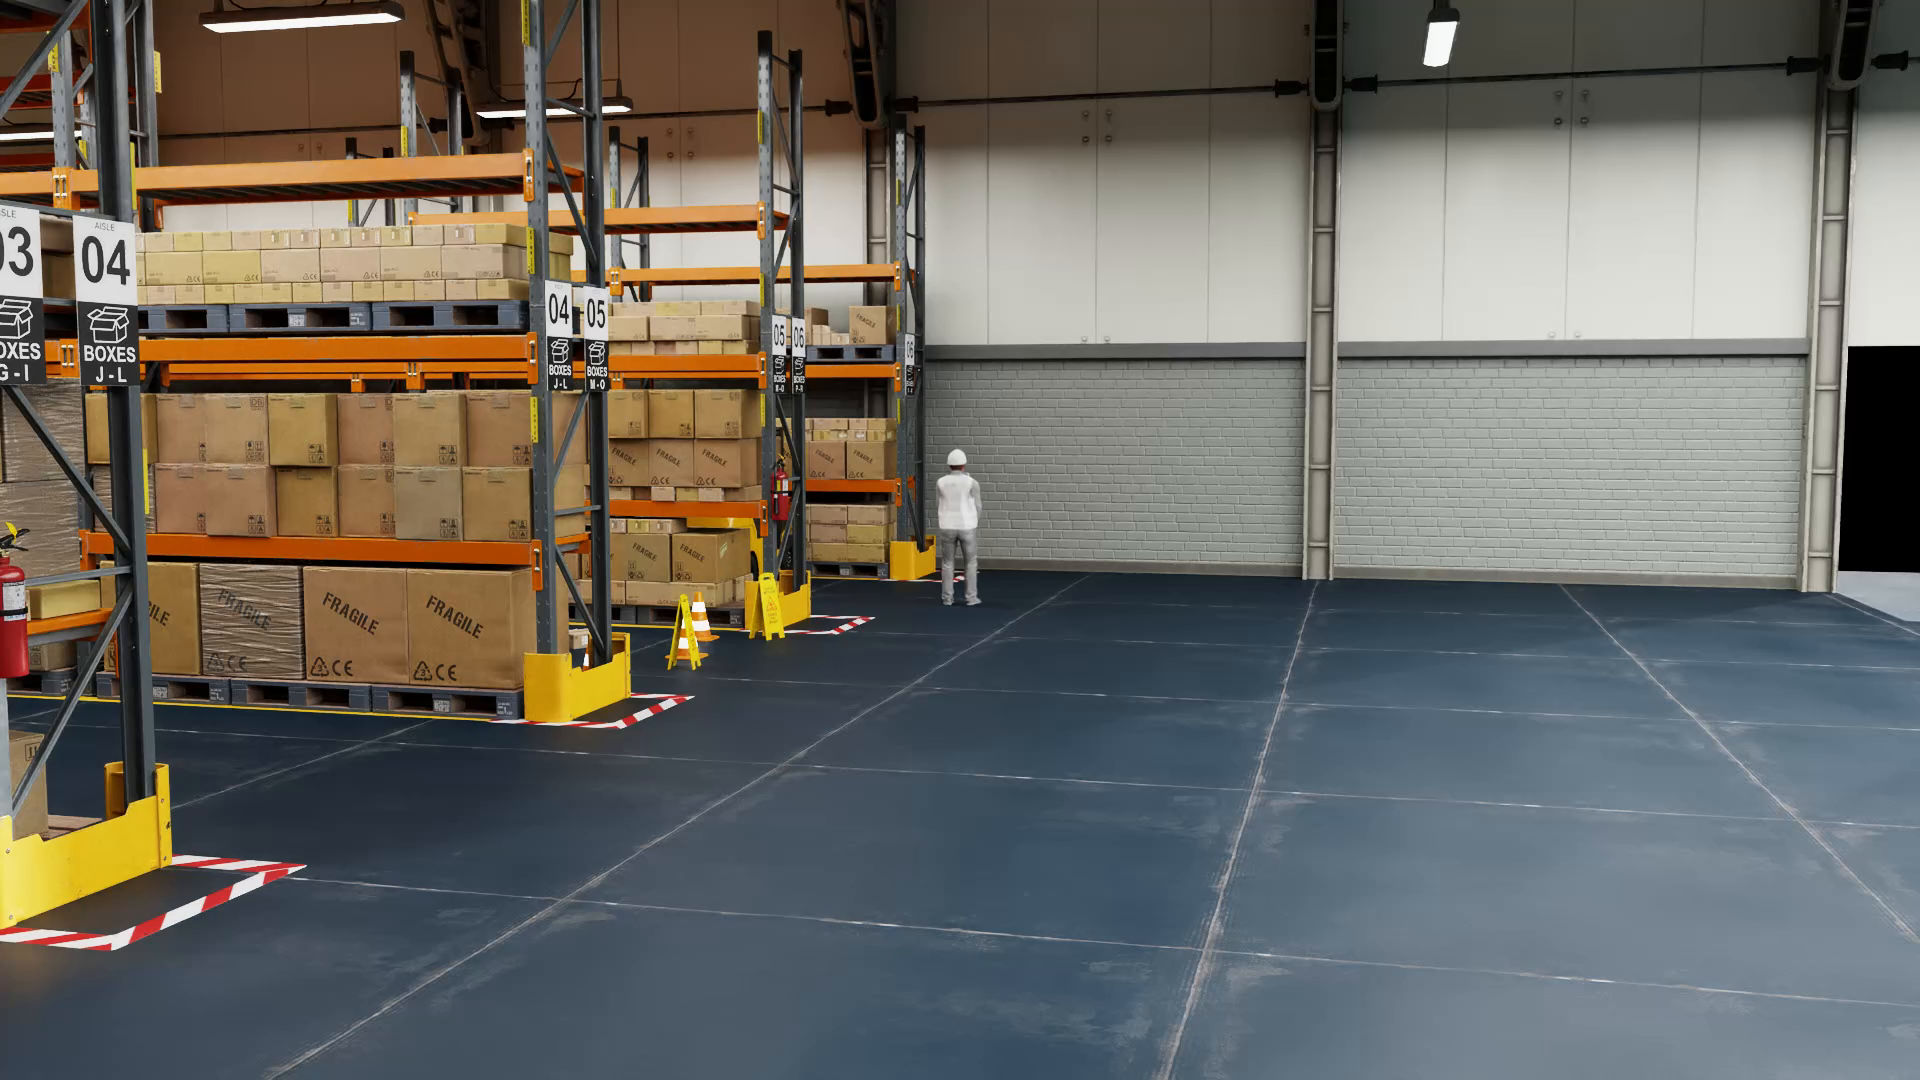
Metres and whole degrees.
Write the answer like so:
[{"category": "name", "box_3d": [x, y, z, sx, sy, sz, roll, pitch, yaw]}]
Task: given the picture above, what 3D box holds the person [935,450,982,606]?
[{"category": "person", "box_3d": [-0.016, -0.146, 19.051, 0.542, 1.780, 0.493, 1, 5, 13]}]
